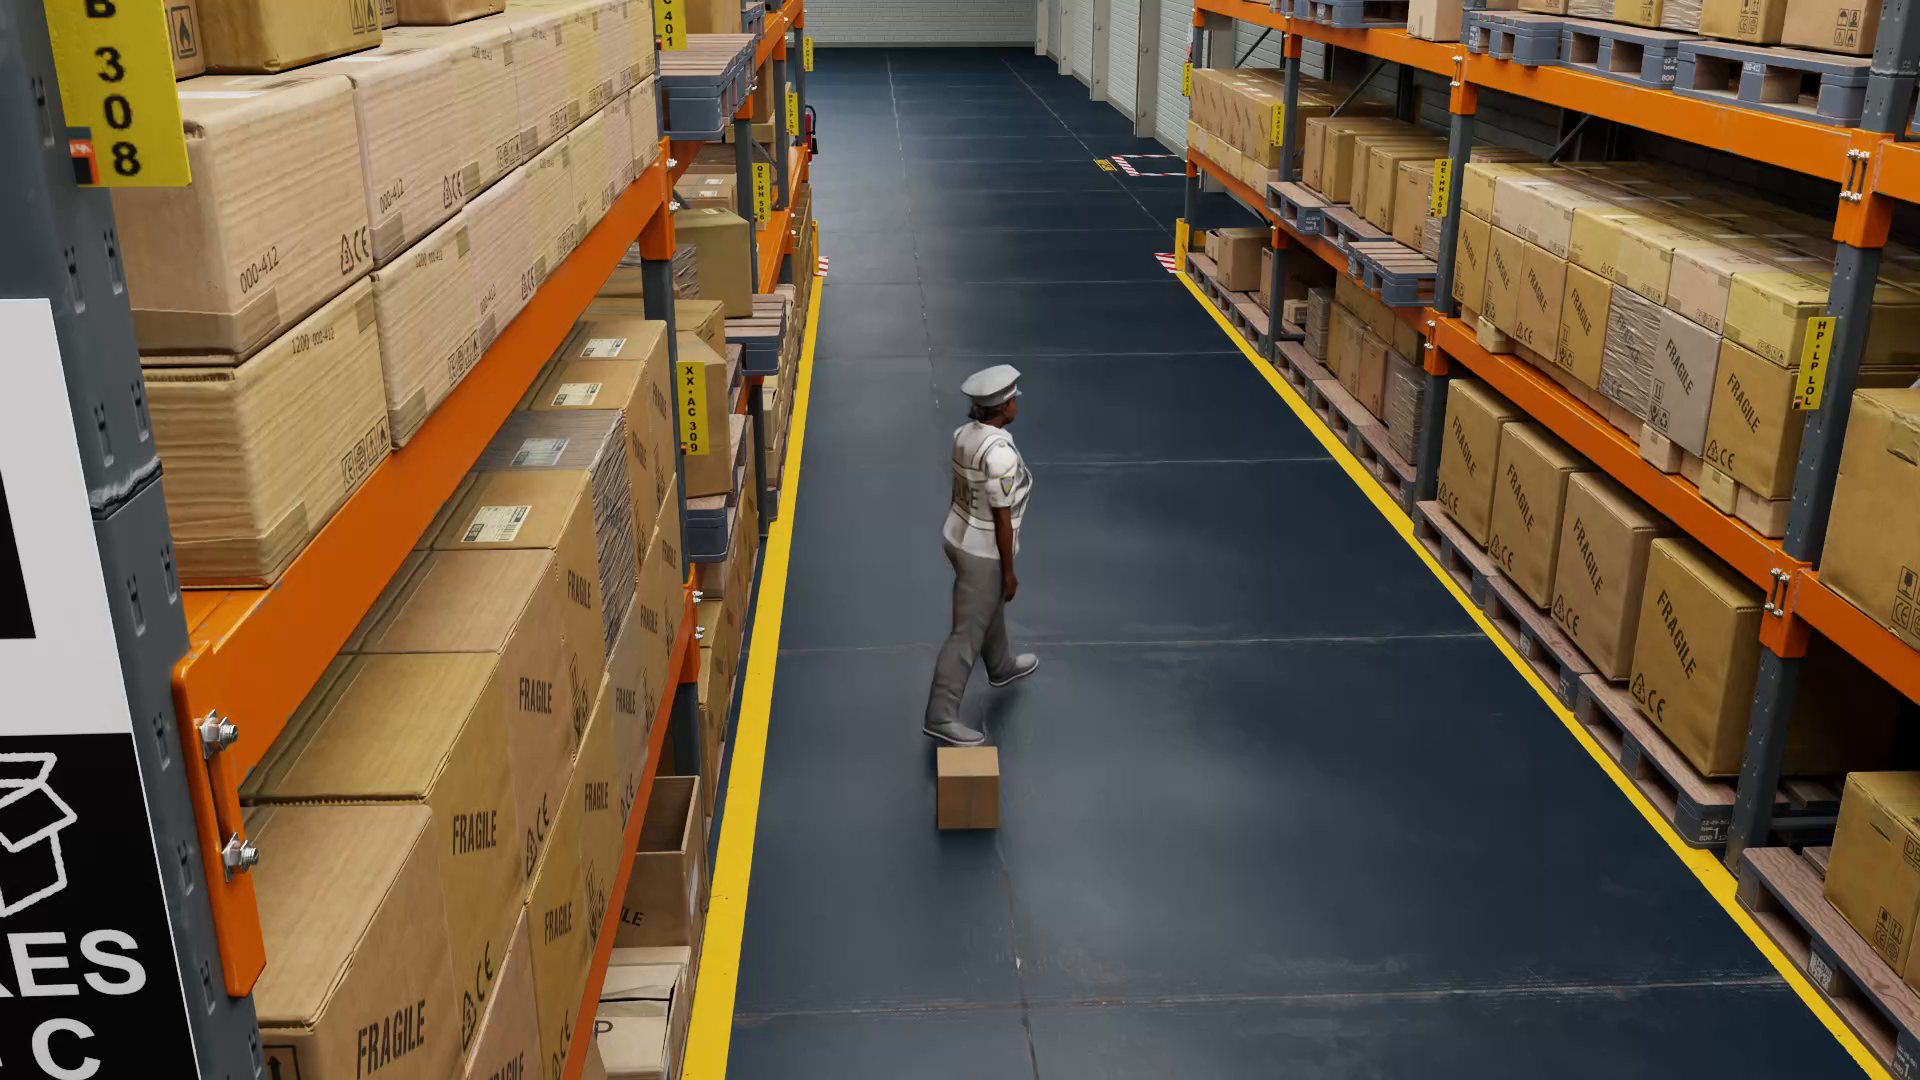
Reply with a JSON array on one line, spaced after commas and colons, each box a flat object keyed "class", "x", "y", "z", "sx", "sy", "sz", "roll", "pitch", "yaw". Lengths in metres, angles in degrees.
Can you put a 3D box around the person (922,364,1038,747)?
[{"class": "person", "x": 0.129, "y": 0.023, "z": 7.455, "sx": 0.746, "sy": 1.659, "sz": 0.662, "roll": -8, "pitch": 22, "yaw": -20}]
